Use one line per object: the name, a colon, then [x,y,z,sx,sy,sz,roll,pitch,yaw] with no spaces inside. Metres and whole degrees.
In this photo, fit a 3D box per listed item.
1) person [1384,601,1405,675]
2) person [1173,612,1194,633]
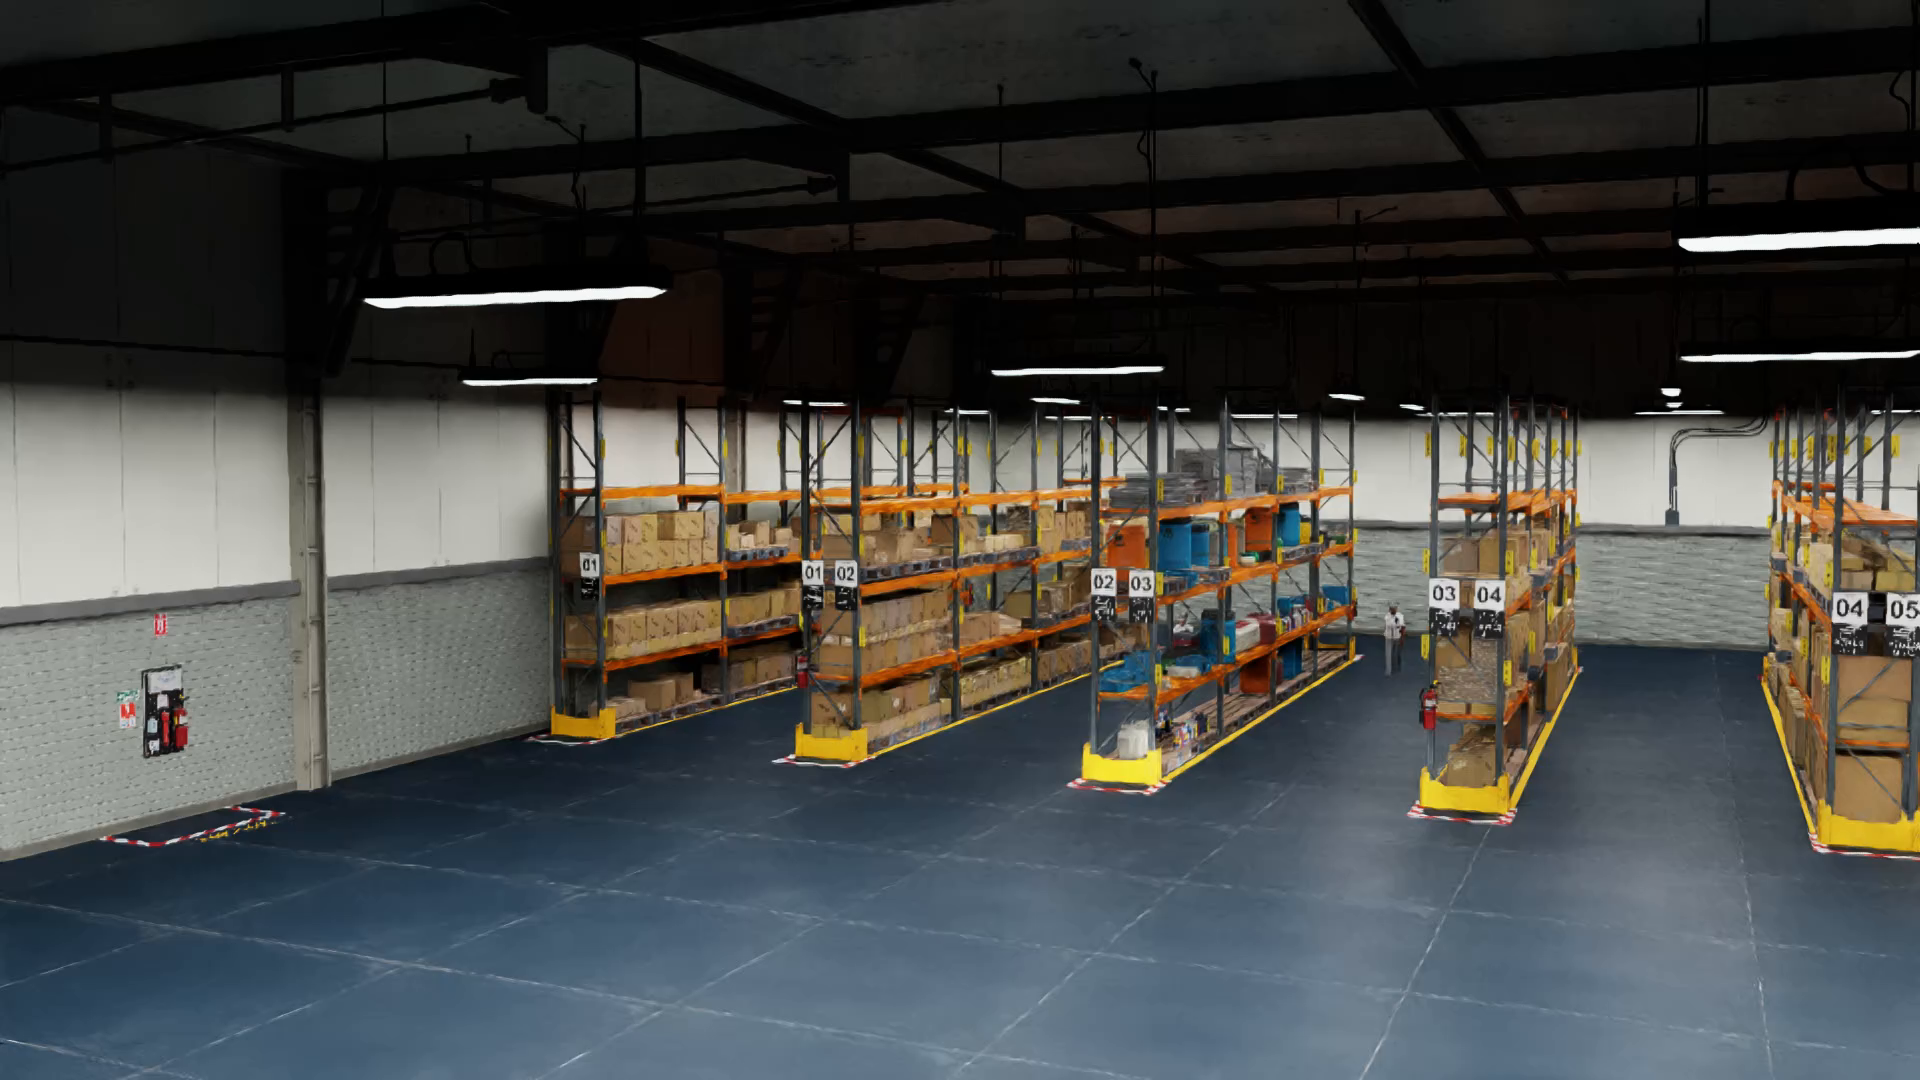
person: [9.608,2.152,36.774,0.461,1.623,0.999,1,3,22]
person: [4.647,2.274,34.656,0.495,1.589,1.086,2,4,26]
